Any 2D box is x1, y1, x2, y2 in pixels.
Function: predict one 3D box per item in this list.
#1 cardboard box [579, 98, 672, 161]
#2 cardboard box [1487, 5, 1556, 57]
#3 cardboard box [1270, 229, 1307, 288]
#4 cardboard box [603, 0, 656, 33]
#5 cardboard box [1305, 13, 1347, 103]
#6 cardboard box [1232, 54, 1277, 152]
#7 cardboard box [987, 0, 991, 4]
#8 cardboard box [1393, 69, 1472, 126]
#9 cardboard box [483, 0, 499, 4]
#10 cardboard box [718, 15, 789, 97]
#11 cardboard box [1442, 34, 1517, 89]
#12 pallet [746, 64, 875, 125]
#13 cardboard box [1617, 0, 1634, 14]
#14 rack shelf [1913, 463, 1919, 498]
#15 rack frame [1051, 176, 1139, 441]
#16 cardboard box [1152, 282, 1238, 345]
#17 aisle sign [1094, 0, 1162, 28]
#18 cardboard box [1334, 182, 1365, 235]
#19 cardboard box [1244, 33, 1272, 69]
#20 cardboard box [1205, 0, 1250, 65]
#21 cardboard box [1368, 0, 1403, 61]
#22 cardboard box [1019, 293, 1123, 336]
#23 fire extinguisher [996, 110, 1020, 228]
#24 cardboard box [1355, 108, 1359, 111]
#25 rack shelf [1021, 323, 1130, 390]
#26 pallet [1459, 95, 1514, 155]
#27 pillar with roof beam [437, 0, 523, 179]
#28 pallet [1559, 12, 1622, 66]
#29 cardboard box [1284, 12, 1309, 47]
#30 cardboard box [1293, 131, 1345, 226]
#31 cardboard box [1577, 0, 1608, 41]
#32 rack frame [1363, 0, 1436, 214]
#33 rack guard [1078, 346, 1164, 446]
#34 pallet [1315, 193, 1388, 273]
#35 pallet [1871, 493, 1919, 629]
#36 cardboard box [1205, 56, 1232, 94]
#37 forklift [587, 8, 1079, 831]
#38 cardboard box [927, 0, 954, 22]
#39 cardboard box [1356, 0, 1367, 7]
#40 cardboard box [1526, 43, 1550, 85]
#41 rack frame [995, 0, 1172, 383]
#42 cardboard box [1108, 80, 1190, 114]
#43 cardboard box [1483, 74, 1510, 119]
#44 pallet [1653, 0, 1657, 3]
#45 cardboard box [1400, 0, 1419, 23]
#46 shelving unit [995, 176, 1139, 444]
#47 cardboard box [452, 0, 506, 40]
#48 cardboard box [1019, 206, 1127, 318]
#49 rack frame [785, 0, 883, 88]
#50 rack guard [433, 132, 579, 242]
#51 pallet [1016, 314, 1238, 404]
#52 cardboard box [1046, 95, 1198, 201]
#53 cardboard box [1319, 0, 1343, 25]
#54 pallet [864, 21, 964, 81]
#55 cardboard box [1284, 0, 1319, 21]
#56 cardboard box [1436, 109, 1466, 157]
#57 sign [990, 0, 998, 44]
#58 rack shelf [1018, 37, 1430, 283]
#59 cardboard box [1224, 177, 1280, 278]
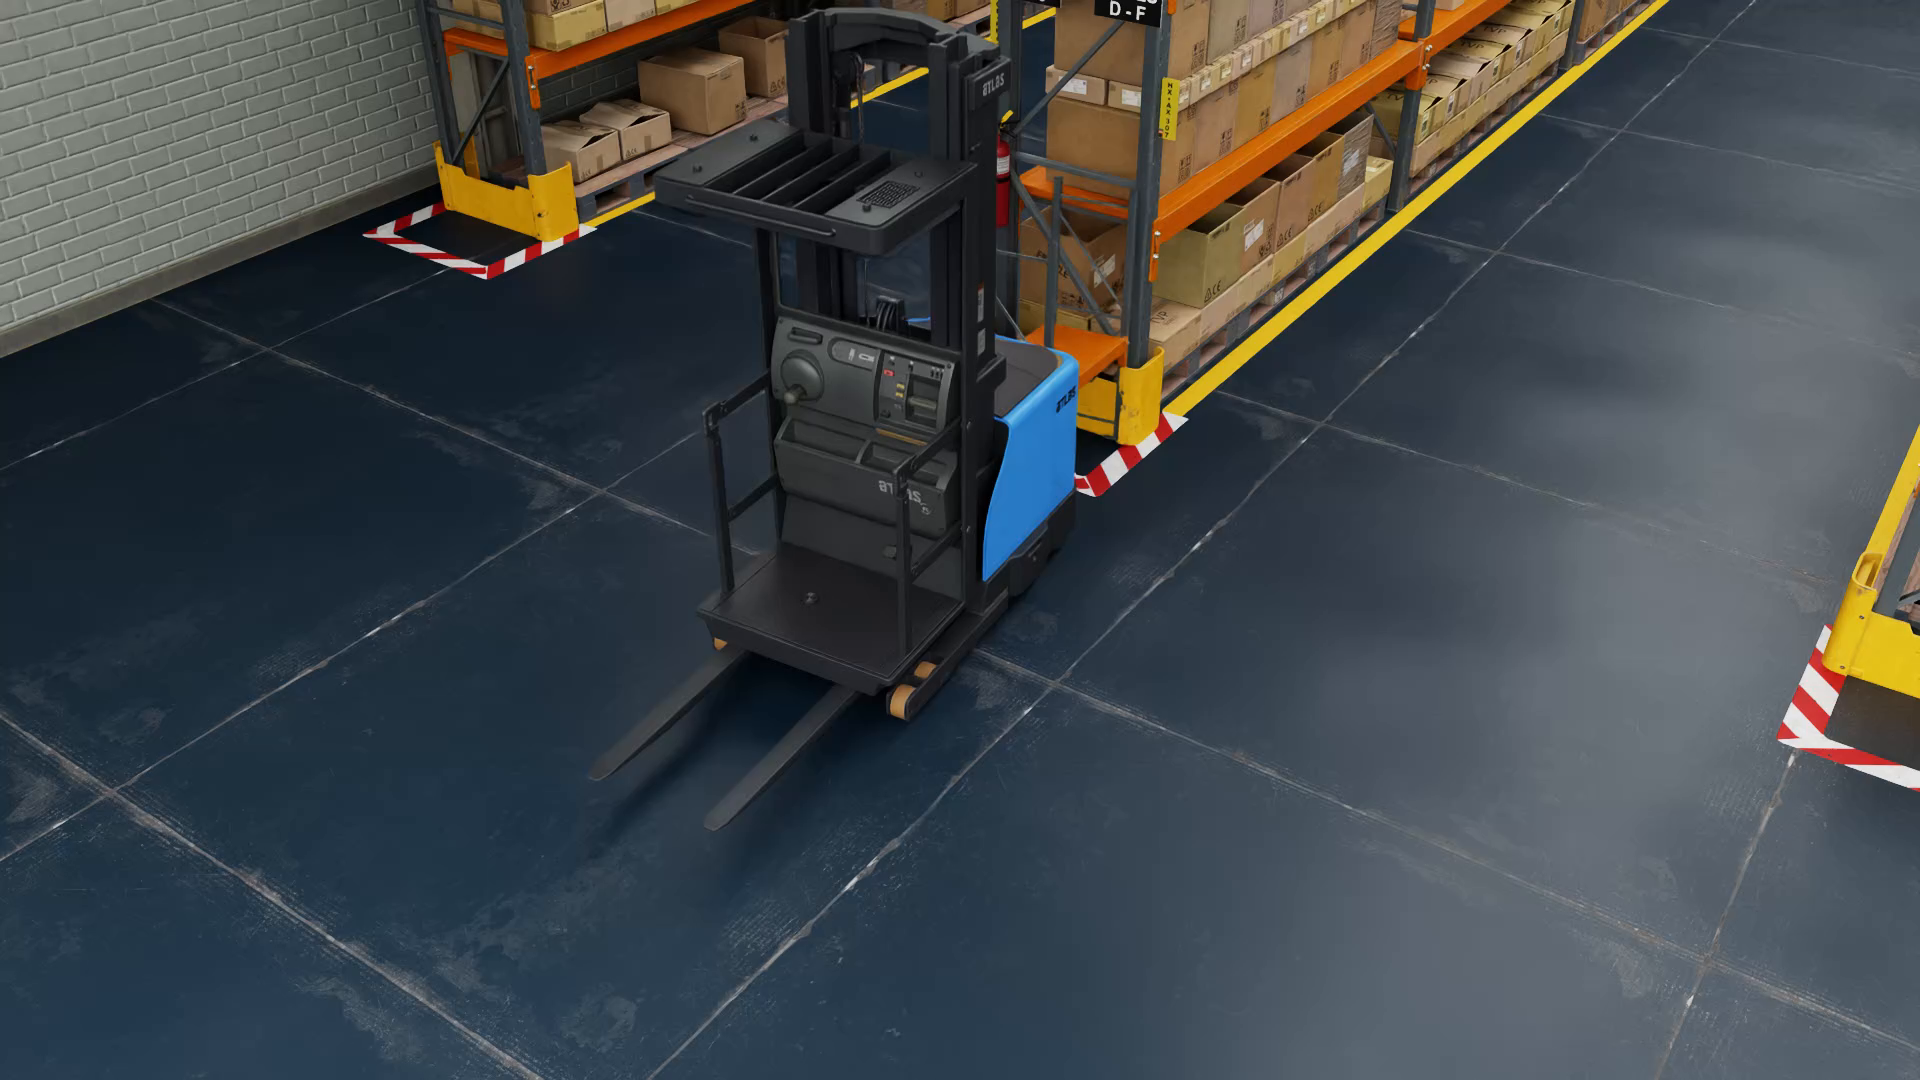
[{"bbox_3d":[-2.629,-3.259,13.075,0.500,0.311,0.500,25,41,32],"label":"cardboard box"},{"bbox_3d":[4.823,-4.446,14.401,0.500,0.311,0.500,21,39,28],"label":"cardboard box"},{"bbox_3d":[1.994,-1.959,11.224,0.500,0.250,0.500,21,39,28],"label":"cardboard box"},{"bbox_3d":[-2.599,-3.951,12.207,0.500,0.250,0.500,20,39,27],"label":"cardboard box"},{"bbox_3d":[2.097,-3.260,10.979,0.700,0.500,0.500,22,40,29],"label":"cardboard box"},{"bbox_3d":[1.509,-2.780,10.270,0.700,0.500,0.500,22,40,28],"label":"cardboard box"},{"bbox_3d":[0.122,-5.681,16.488,0.700,0.500,0.500,21,39,28],"label":"cardboard box"},{"bbox_3d":[3.660,-3.505,13.011,0.500,0.311,0.500,21,39,28],"label":"cardboard box"},{"bbox_3d":[-3.329,-4.180,11.876,0.500,0.500,0.500,21,39,28],"label":"cardboard box"},{"bbox_3d":[-1.701,-4.136,14.202,0.500,0.500,0.500,18,38,25],"label":"cardboard box"},{"bbox_3d":[4.245,-3.985,13.719,0.500,0.311,0.500,22,40,29],"label":"cardboard box"},{"bbox_3d":[-1.496,-4.004,14.658,1.003,0.211,1.213,21,39,28],"label":"pallet"},{"bbox_3d":[6.289,-5.477,16.185,0.500,0.500,0.500,21,39,28],"label":"cardboard box"},{"bbox_3d":[5.856,-1.097,8.512,1.077,0.370,4.000,21,39,28],"label":"rack shelf"},{"bbox_3d":[0.735,-1.300,9.483,0.500,1.500,0.032,15,32,24],"label":"rack frame"},{"bbox_3d":[1.420,-1.500,10.546,0.500,0.250,0.500,21,39,28],"label":"cardboard box"},{"bbox_3d":[0.863,-3.007,8.374,0.394,0.787,0.004,21,39,28],"label":"aisle sign"},{"bbox_3d":[2.552,-2.424,11.912,0.500,0.250,0.500,21,39,28],"label":"cardboard box"},{"bbox_3d":[1.637,-2.956,9.950,0.380,0.149,0.250,20,39,27],"label":"cardboard box"},{"bbox_3d":[1.251,-3.116,9.608,0.700,0.500,0.500,20,39,27],"label":"cardboard box"},{"bbox_3d":[2.682,-3.734,11.680,0.700,0.500,0.500,20,39,27],"label":"cardboard box"},{"bbox_3d":[0.712,-1.434,10.448,0.500,0.250,0.500,21,39,28],"label":"cardboard box"},{"bbox_3d":[0.200,-2.120,9.452,0.296,0.674,0.183,21,39,28],"label":"fire extinguisher"},{"bbox_3d":[2.925,-3.444,12.920,0.500,0.311,0.500,21,39,28],"label":"cardboard box"},{"bbox_3d":[0.489,-0.930,9.176,0.538,0.185,1.000,15,32,24],"label":"rack shelf"},{"bbox_3d":[4.013,-3.659,14.148,1.003,0.211,1.213,21,39,28],"label":"pallet"},{"bbox_3d":[-0.198,-5.347,8.799,9.100,9.000,0.400,21,39,28],"label":"pillar with roof beam"},{"bbox_3d":[5.667,-4.916,16.007,1.003,0.211,1.213,21,39,28],"label":"pallet"},{"bbox_3d":[1.927,-3.187,10.292,0.380,0.149,0.250,22,40,29],"label":"cardboard box"},{"bbox_3d":[2.268,-2.504,11.360,0.500,0.500,0.500,21,39,28],"label":"cardboard box"},{"bbox_3d":[5.705,-5.005,15.487,0.500,0.500,0.500,23,40,30],"label":"cardboard box"},{"bbox_3d":[2.930,-3.899,12.013,1.000,3.000,0.127,21,39,28],"label":"rack frame"},{"bbox_3d":[0.635,-1.012,9.975,1.175,0.500,0.348,21,39,28],"label":"rack guard"},{"bbox_3d":[2.442,-2.391,12.273,1.003,0.211,1.213,21,39,28],"label":"pallet"},{"bbox_3d":[5.188,0.259,8.355,1.003,0.211,1.213,21,39,28],"label":"pallet"},{"bbox_3d":[1.341,-2.717,9.597,0.380,0.149,0.250,21,40,28],"label":"cardboard box"},{"bbox_3d":[-0.546,-0.674,7.306,1.130,2.935,3.031,18,38,24],"label":"forklift"},{"bbox_3d":[-0.483,-5.224,15.812,0.700,0.500,0.500,20,39,27],"label":"cardboard box"},{"bbox_3d":[2.512,-3.660,10.991,0.380,0.149,0.250,21,39,28],"label":"cardboard box"},{"bbox_3d":[4.820,-4.216,14.562,0.500,0.250,0.500,21,39,28],"label":"cardboard box"},{"bbox_3d":[0.649,-2.058,9.291,1.000,3.000,0.127,21,39,28],"label":"rack frame"},{"bbox_3d":[1.050,-2.480,9.247,0.380,0.149,0.250,21,39,28],"label":"cardboard box"},{"bbox_3d":[4.240,-3.748,13.870,0.500,0.250,0.500,22,40,29],"label":"cardboard box"},{"bbox_3d":[7.058,-6.039,17.667,1.003,0.211,1.213,21,39,28],"label":"pallet"},{"bbox_3d":[3.175,-4.077,12.411,0.500,0.250,0.500,24,41,31],"label":"cardboard box"},{"bbox_3d":[0.497,-1.091,9.097,0.587,1.500,1.083,15,32,24],"label":"shelving unit"},{"bbox_3d":[-3.315,-3.862,12.075,0.500,0.250,0.500,22,40,29],"label":"cardboard box"},{"bbox_3d":[0.710,-1.745,10.239,0.500,0.500,0.500,21,39,28],"label":"cardboard box"},{"bbox_3d":[-1.142,-5.479,14.351,1.000,3.000,0.127,21,39,28],"label":"rack frame"},{"bbox_3d":[-3.379,-2.638,12.380,1.175,0.500,0.348,21,39,28],"label":"rack guard"},{"bbox_3d":[1.051,-1.268,10.613,1.003,0.211,1.213,21,39,28],"label":"pallet"},{"bbox_3d":[0.926,-2.310,9.575,0.700,0.500,0.500,21,39,28],"label":"cardboard box"},{"bbox_3d":[2.225,-3.432,10.654,0.380,0.149,0.250,22,40,29],"label":"cardboard box"},{"bbox_3d":[-0.699,-4.683,15.662,1.003,0.211,1.213,21,39,28],"label":"pallet"},{"bbox_3d":[1.823,-3.579,10.292,0.700,0.500,0.500,21,39,28],"label":"cardboard box"},{"bbox_3d":[3.656,-3.275,13.171,0.500,0.250,0.500,22,40,29],"label":"cardboard box"},{"bbox_3d":[0.211,-2.816,9.166,0.100,0.325,0.005,21,39,28],"label":"sign"},{"bbox_3d":[1.789,-2.680,10.854,1.077,0.370,4.000,21,39,28],"label":"rack shelf"},{"bbox_3d":[1.696,-2.044,10.681,0.500,0.500,0.500,21,39,28],"label":"cardboard box"}]
